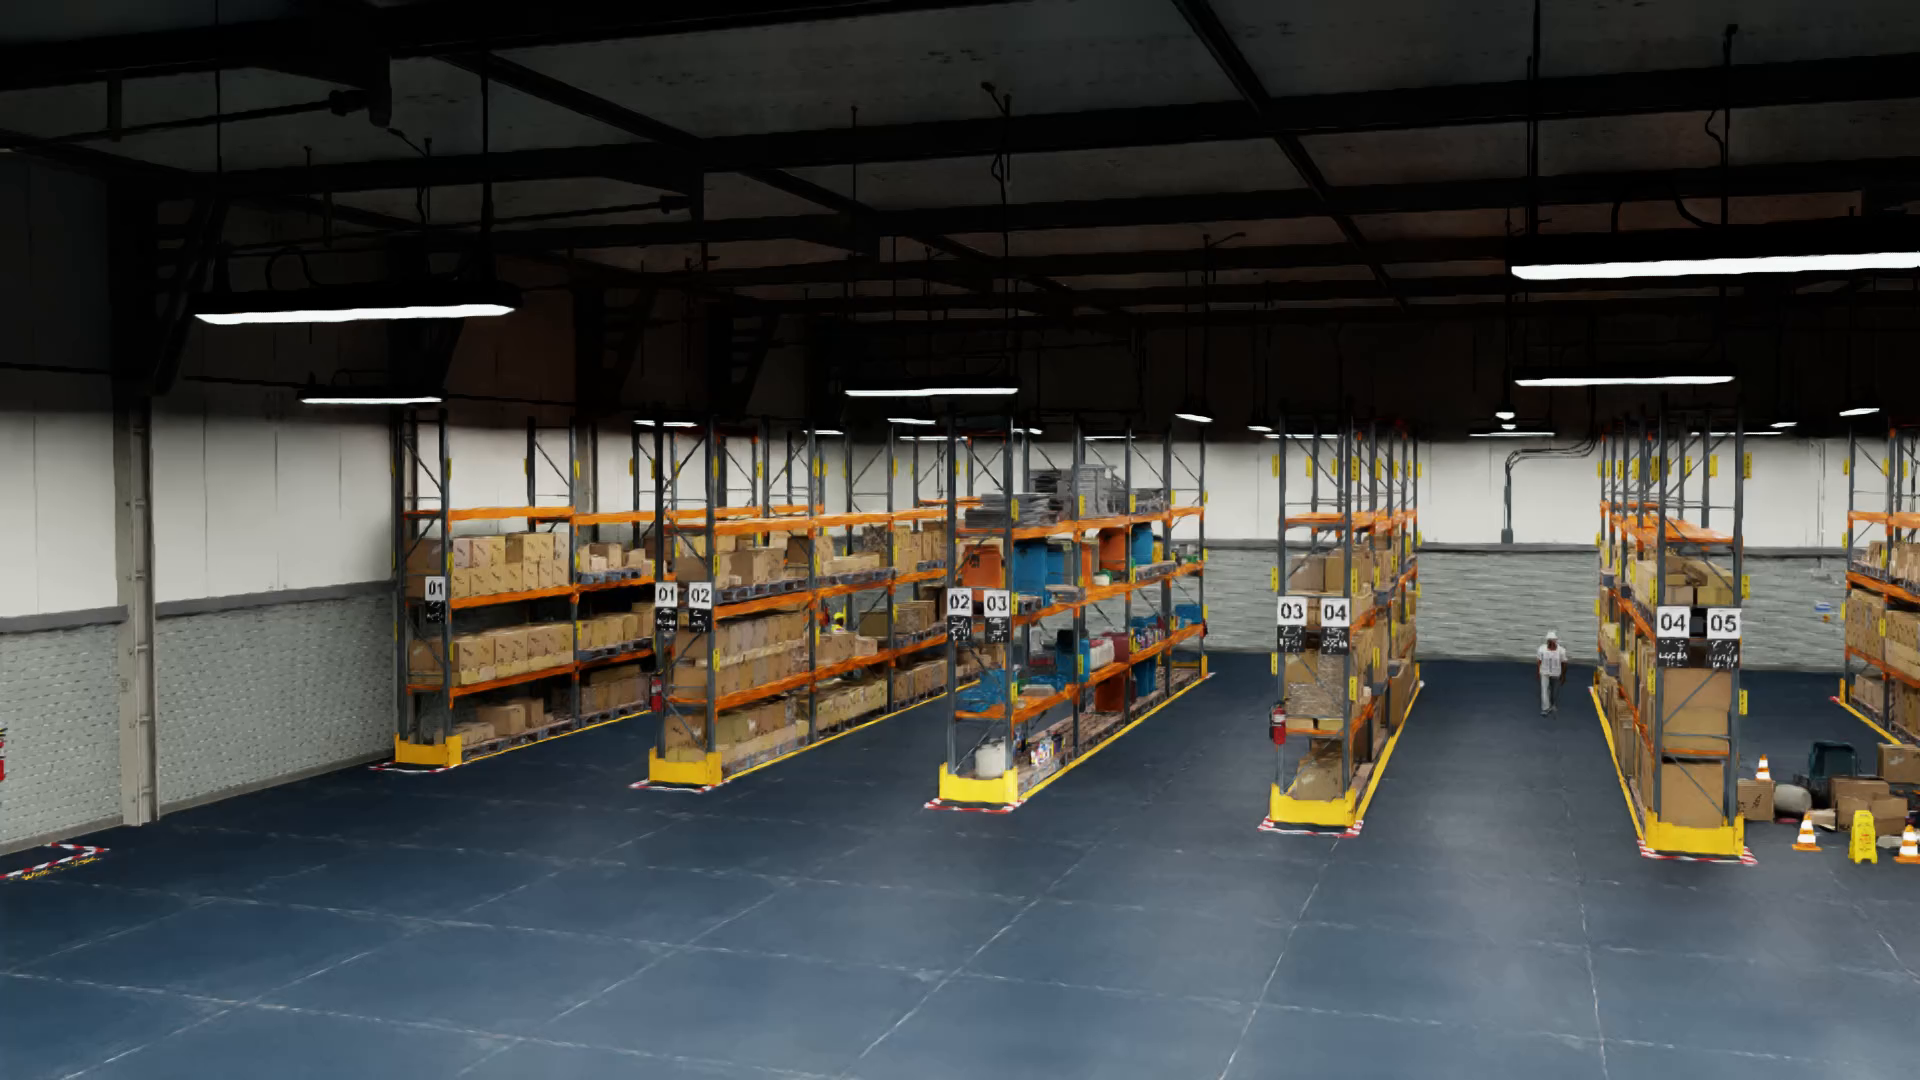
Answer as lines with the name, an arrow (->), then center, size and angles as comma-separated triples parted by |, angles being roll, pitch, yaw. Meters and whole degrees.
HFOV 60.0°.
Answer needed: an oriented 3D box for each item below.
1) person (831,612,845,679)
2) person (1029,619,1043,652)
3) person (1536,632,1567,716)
person -> -2.667, 2.501, 37.343 | 0.448, 1.768, 0.632 | -1, 2, -12
person -> 1.713, 2.551, 38.292 | 0.532, 1.588, 0.525 | 2, 3, 45
person -> 12.005, 2.700, 33.737 | 0.575, 1.689, 1.127 | 1, 3, 16
